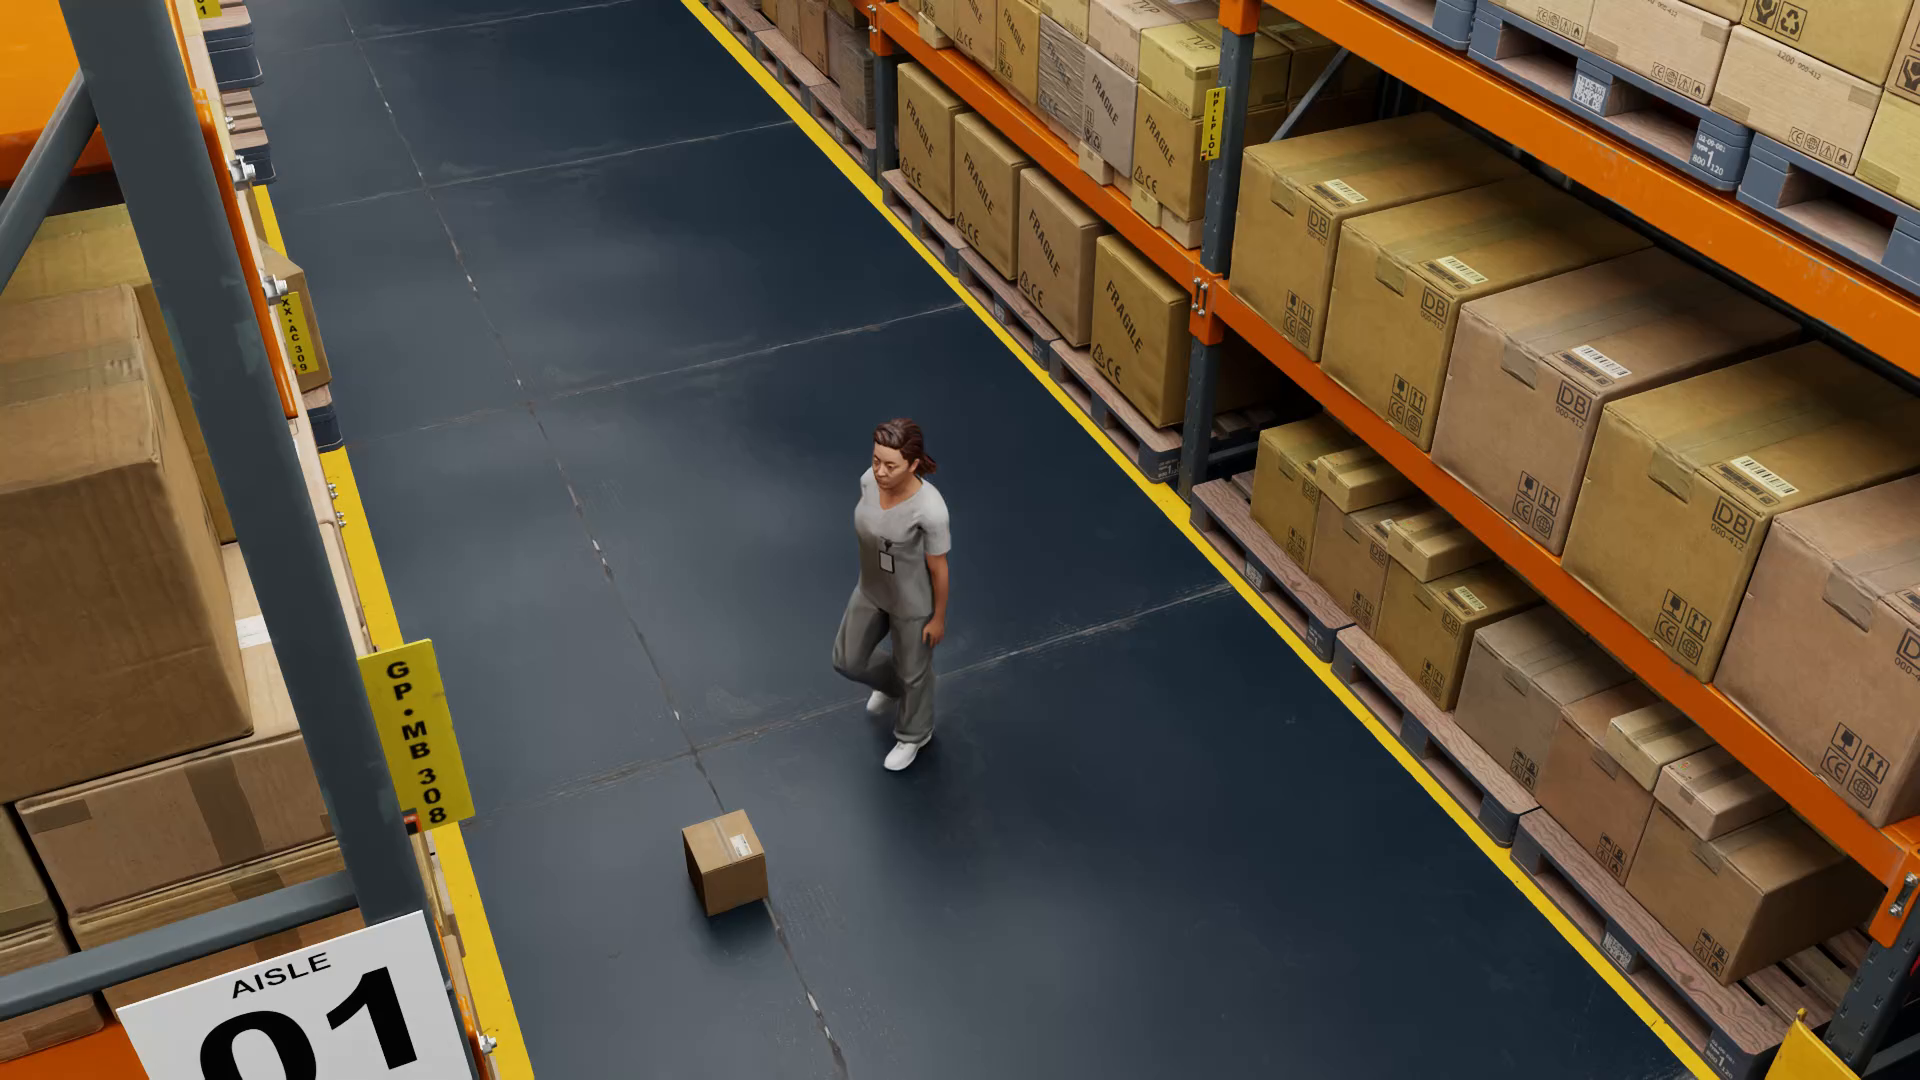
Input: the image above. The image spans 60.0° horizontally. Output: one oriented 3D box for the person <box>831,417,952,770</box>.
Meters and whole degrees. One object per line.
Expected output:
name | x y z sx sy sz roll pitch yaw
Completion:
person | -0.232 0.216 6.564 0.498 1.669 0.466 27 45 31
